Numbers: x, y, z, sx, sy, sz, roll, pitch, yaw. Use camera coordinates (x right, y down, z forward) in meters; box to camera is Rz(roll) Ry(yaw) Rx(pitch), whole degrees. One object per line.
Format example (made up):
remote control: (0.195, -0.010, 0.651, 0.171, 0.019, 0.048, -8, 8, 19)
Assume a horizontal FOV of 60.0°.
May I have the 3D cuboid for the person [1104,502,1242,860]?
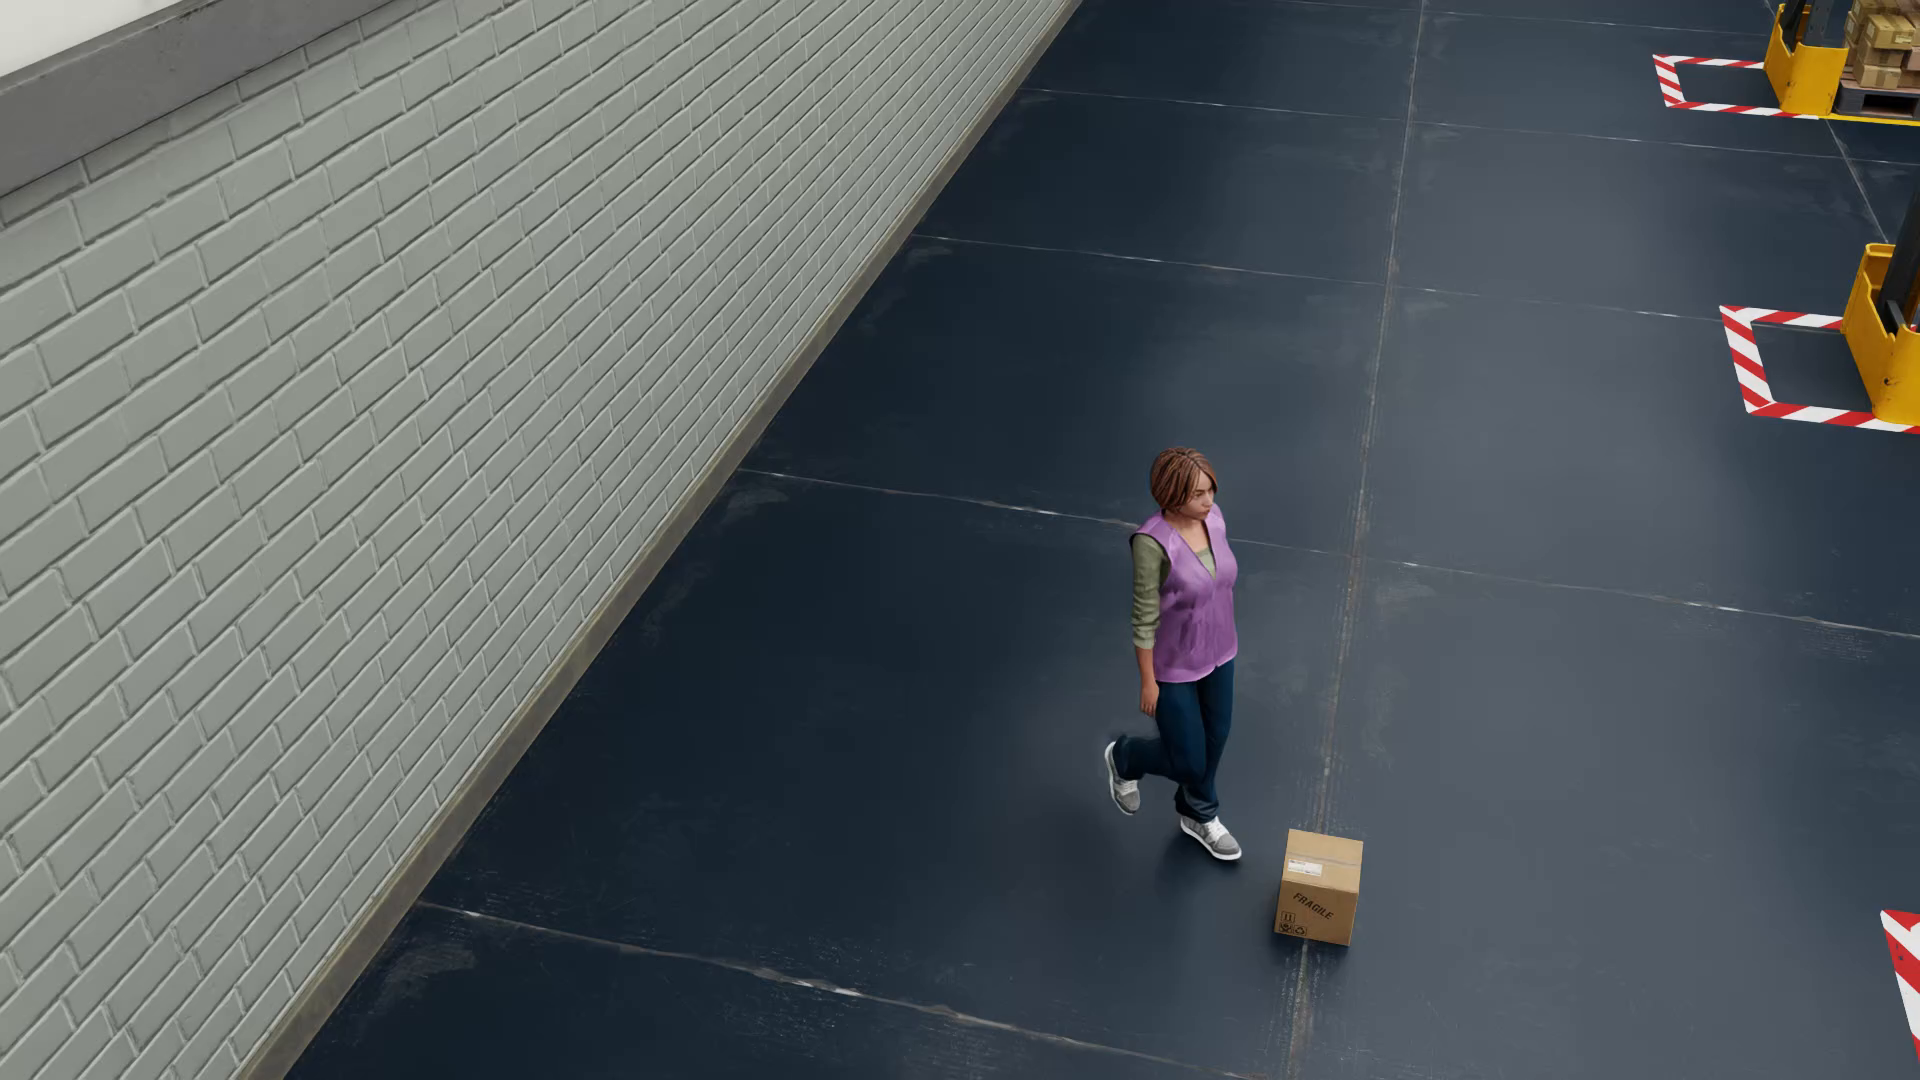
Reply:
person: (0.947, 2.563, 0.775, 6.763, 3.183, 8.693, -25, 41, -33)
